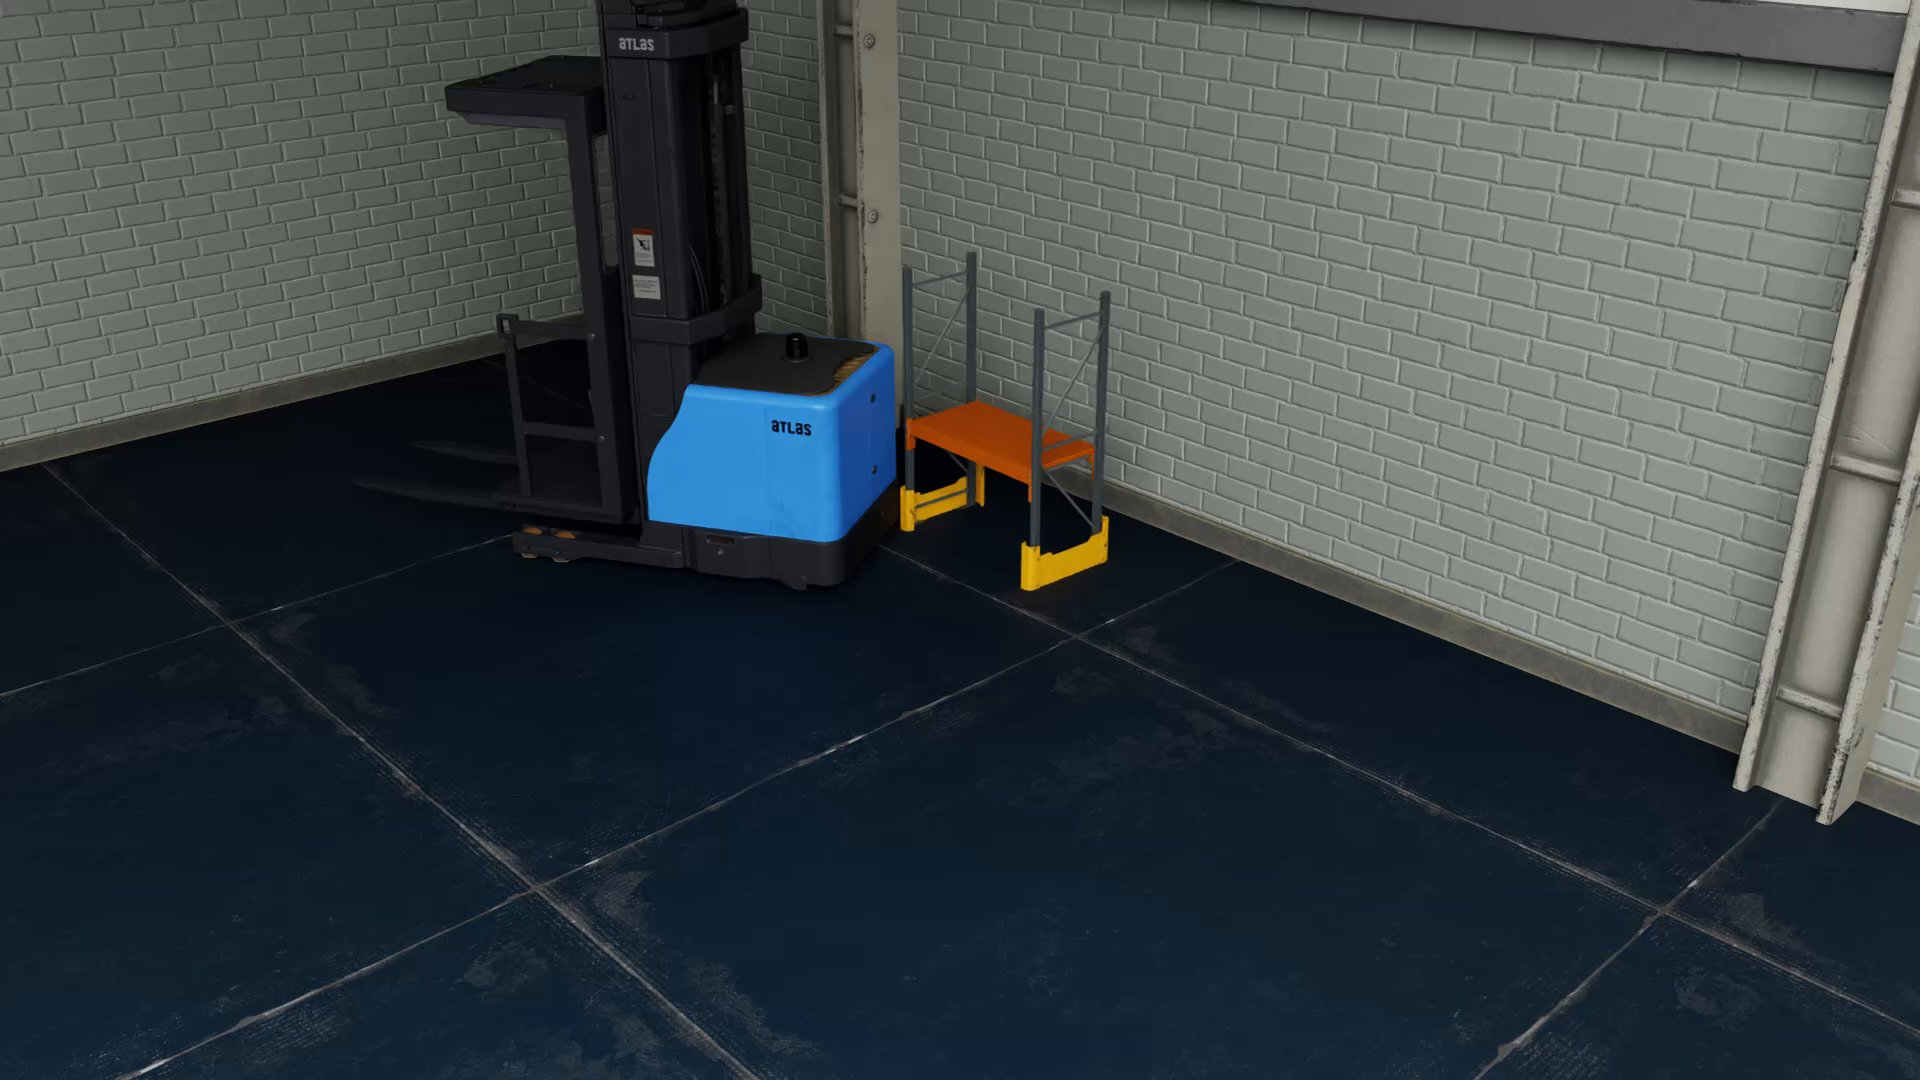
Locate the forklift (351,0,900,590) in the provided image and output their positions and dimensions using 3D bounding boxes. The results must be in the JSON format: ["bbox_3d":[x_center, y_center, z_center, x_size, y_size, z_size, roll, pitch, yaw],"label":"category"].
[{"bbox_3d":[-1.916,-1.411,8.811,3.031,2.935,1.130,7,25,15],"label":"forklift"}]

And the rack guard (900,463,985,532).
[{"bbox_3d":[-0.096,-0.248,9.492,0.587,0.250,0.087,-20,31,-37],"label":"rack guard"}]

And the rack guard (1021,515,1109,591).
[{"bbox_3d":[0.559,0.064,8.809,0.587,0.250,0.087,-20,31,-37],"label":"rack guard"}]

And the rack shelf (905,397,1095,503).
[{"bbox_3d":[0.226,-0.500,8.972,0.538,0.185,1.000,-20,31,-37],"label":"rack shelf"}]

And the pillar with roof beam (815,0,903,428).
[{"bbox_3d":[-3.756,-3.639,6.385,9.100,9.000,0.400,-21,32,-38],"label":"pillar with roof beam"}]

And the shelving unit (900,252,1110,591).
[{"bbox_3d":[0.232,-0.661,8.891,0.587,1.500,1.083,-20,31,-37],"label":"shelving unit"}]

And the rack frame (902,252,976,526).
[{"bbox_3d":[-0.108,-0.823,9.246,0.500,1.500,0.032,-20,31,-37],"label":"rack frame"}]

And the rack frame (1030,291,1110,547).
[{"bbox_3d":[0.559,-0.504,8.549,0.500,1.500,0.032,-20,31,-37],"label":"rack frame"}]

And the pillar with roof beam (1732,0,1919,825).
[{"bbox_3d":[0.345,-1.821,2.400,9.100,9.000,0.400,-21,32,-38],"label":"pillar with roof beam"}]
